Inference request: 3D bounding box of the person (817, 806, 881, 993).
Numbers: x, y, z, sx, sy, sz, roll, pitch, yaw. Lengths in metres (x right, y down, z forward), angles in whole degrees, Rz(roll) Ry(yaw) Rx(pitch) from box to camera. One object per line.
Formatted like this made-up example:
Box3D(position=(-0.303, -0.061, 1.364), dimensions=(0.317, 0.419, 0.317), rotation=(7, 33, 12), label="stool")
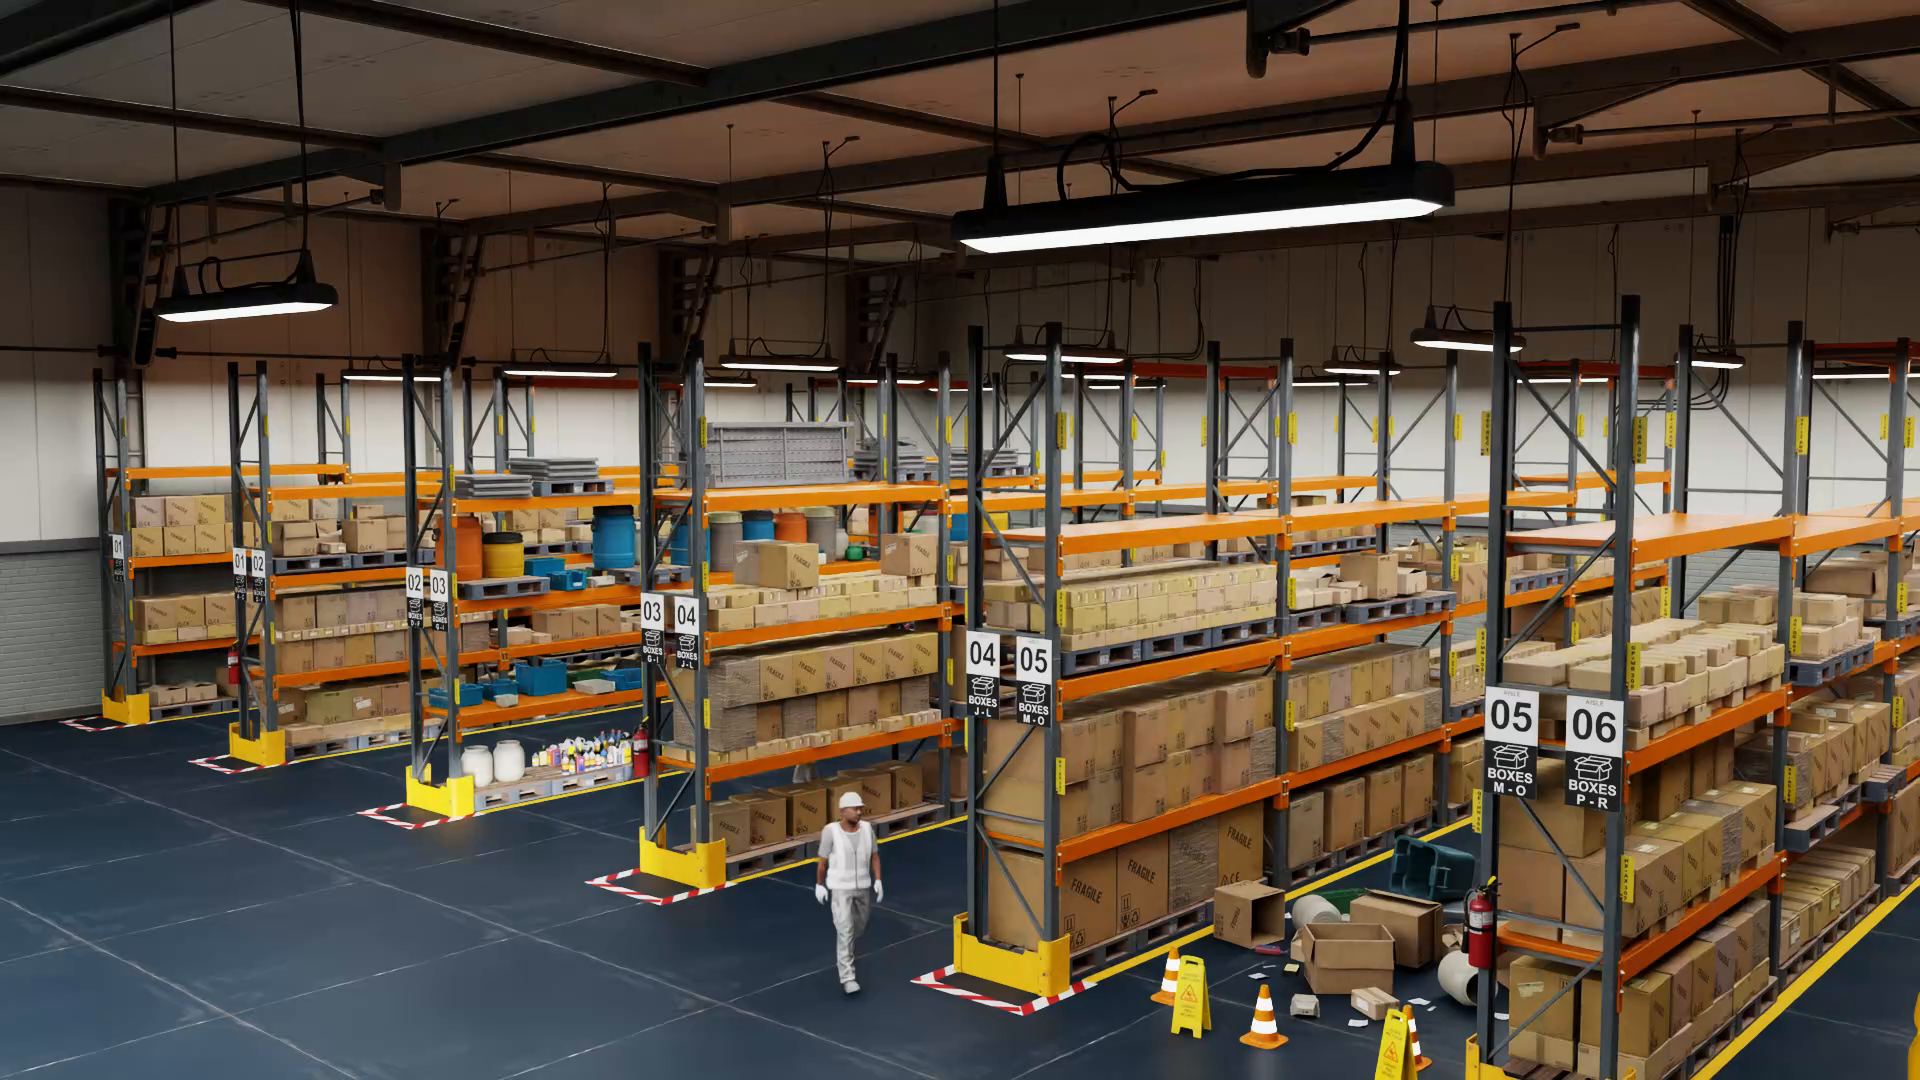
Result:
Box3D(position=(-1.006, 3.205, 15.301), dimensions=(0.549, 1.703, 1.023), rotation=(-3, 5, -32), label="person")
